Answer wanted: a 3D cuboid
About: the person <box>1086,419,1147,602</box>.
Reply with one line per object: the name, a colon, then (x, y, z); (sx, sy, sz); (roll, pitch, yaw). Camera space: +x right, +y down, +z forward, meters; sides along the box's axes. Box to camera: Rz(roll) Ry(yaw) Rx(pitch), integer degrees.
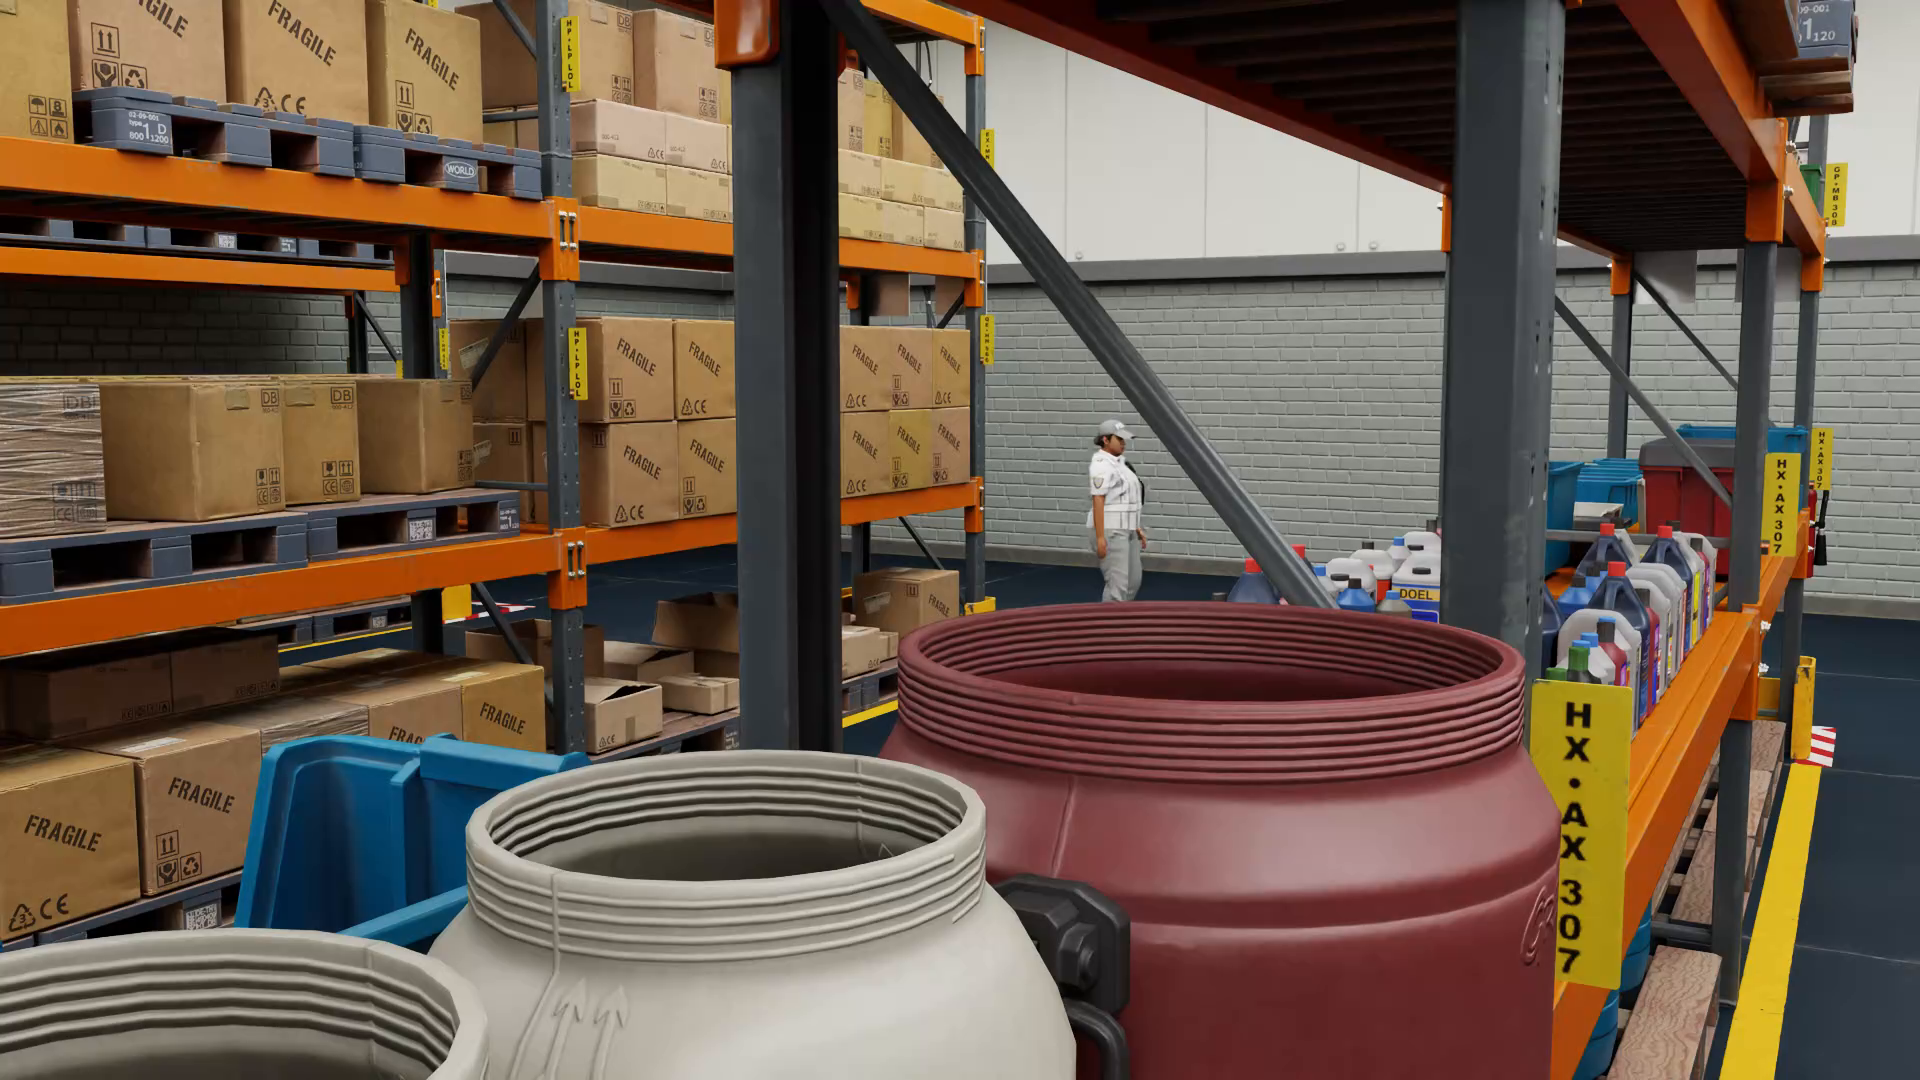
person: (1.176, -0.035, 12.077); (0.445, 1.676, 0.519); (3, 7, 23)
